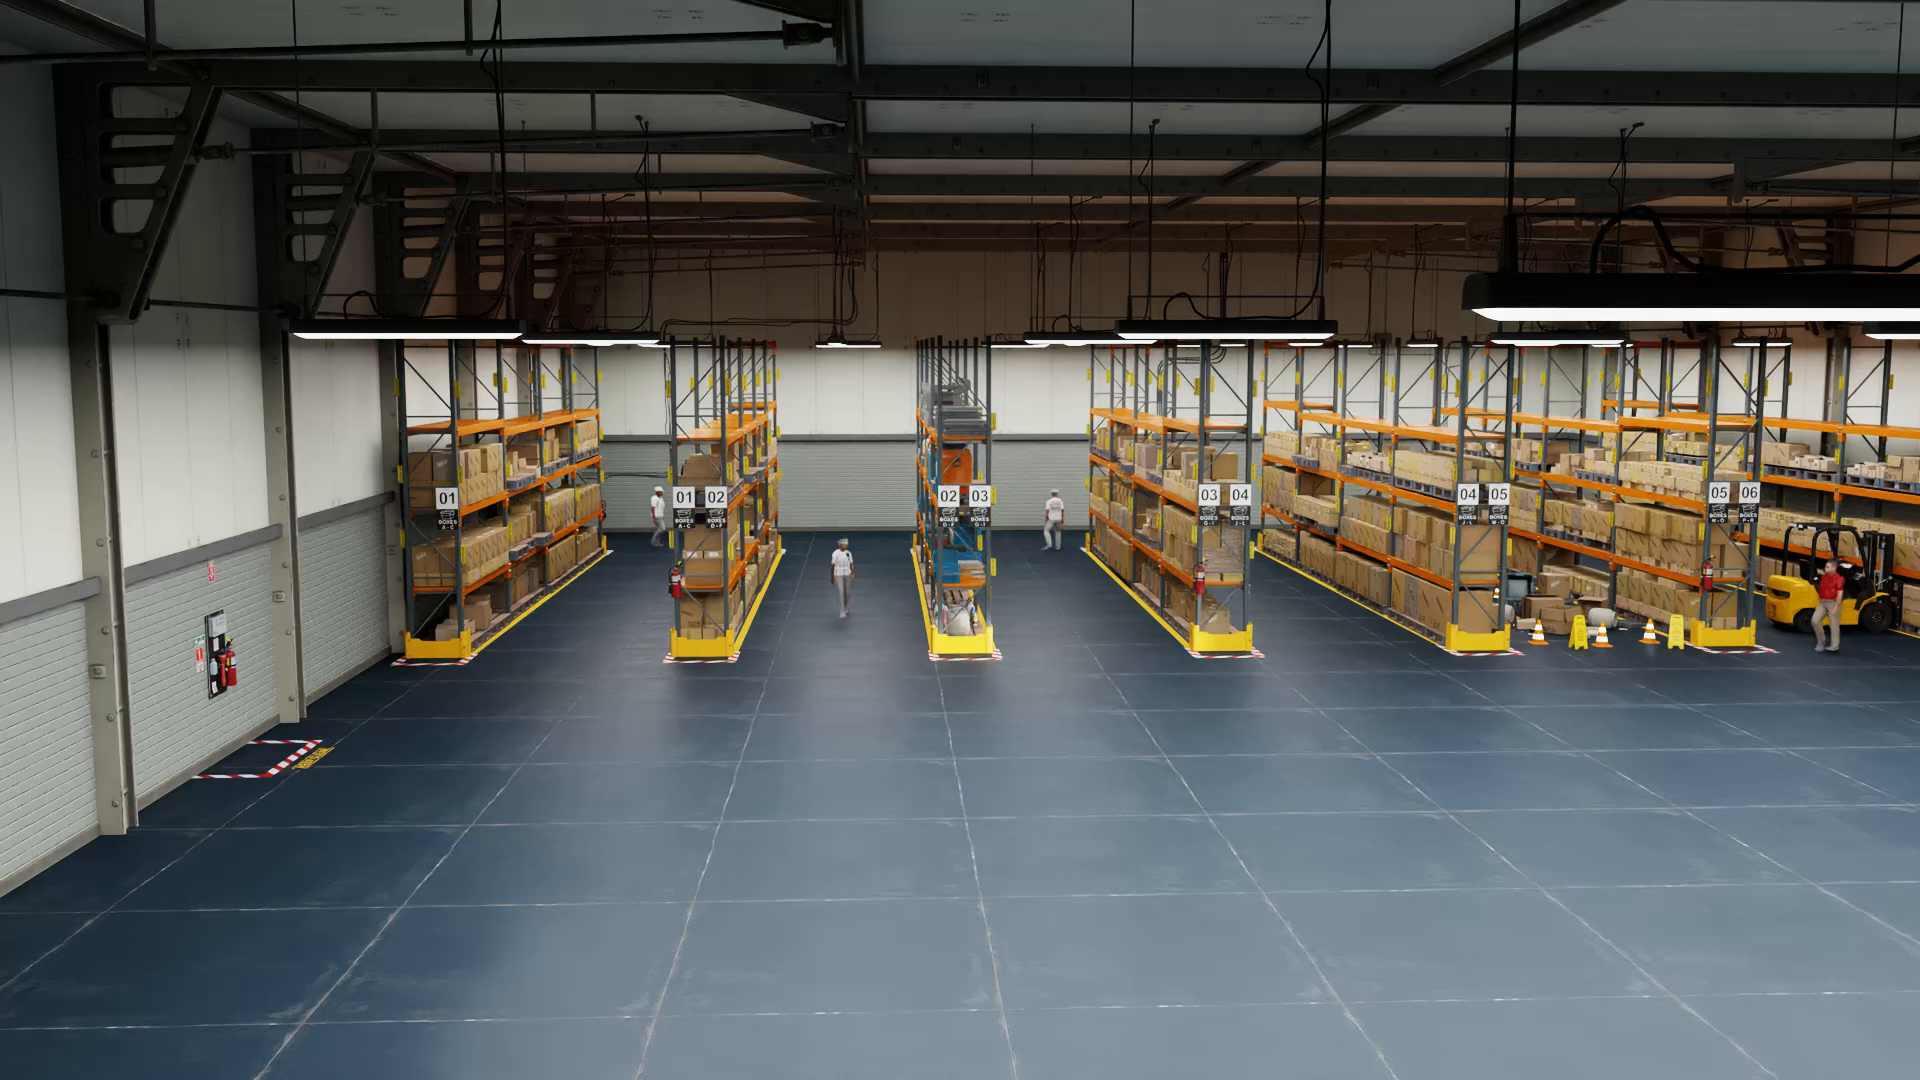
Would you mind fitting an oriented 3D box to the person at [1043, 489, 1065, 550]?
[{"bbox_3d":[2.681,-0.588,47.910,0.695,1.761,0.542,-3,7,-22],"label":"person"}]

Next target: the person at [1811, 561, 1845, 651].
[{"bbox_3d":[16.586,1.284,31.692,0.494,1.782,0.524,-4,7,-30],"label":"person"}]

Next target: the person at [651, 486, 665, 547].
[{"bbox_3d":[-8.811,-0.682,48.554,0.448,1.766,0.606,0,6,-1],"label":"person"}]

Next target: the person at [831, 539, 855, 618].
[{"bbox_3d":[-2.507,0.817,36.153,0.477,1.670,0.744,-3,7,-25],"label":"person"}]
